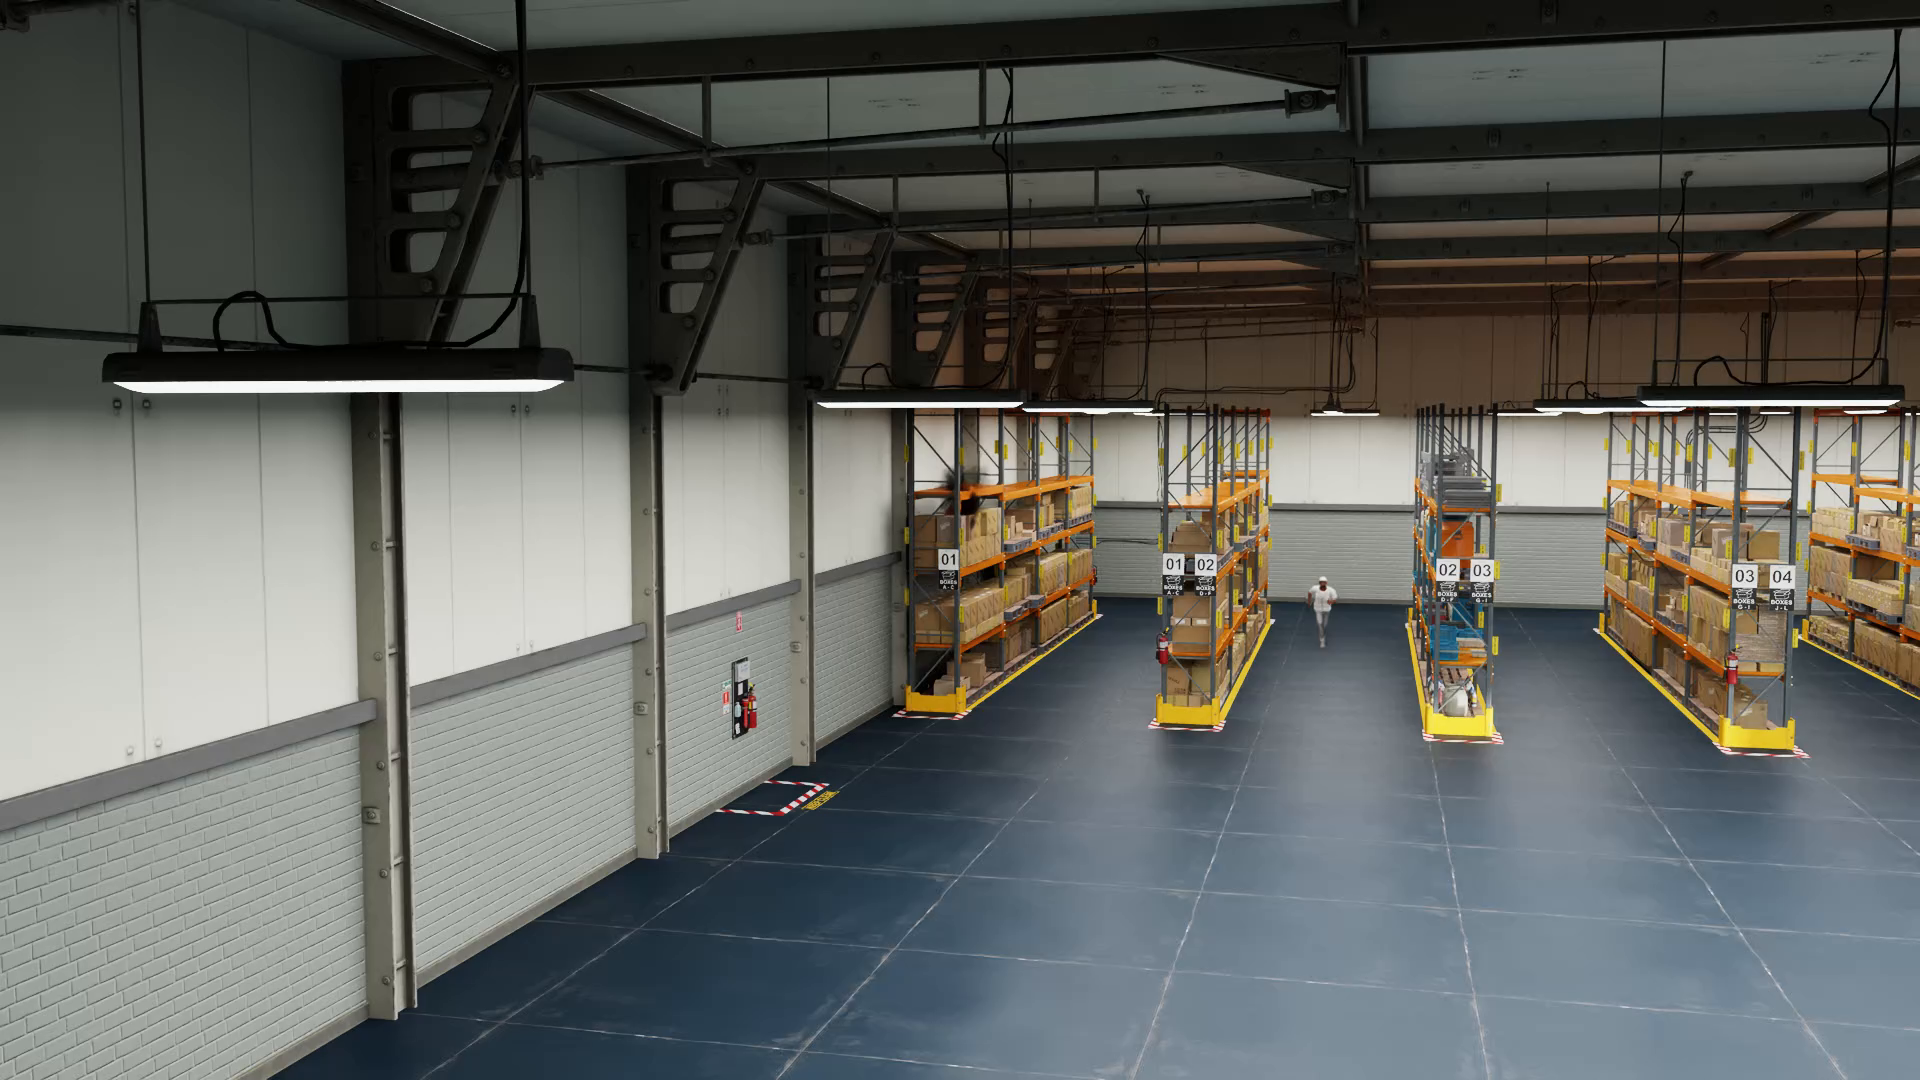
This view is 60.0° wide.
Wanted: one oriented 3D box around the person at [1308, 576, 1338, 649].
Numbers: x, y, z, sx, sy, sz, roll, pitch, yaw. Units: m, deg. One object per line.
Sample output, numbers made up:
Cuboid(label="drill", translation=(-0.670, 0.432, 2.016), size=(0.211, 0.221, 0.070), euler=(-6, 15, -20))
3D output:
Cuboid(label="person", translation=(9.138, 1.795, 41.902), size=(0.729, 1.784, 1.013), euler=(1, 4, 12))
